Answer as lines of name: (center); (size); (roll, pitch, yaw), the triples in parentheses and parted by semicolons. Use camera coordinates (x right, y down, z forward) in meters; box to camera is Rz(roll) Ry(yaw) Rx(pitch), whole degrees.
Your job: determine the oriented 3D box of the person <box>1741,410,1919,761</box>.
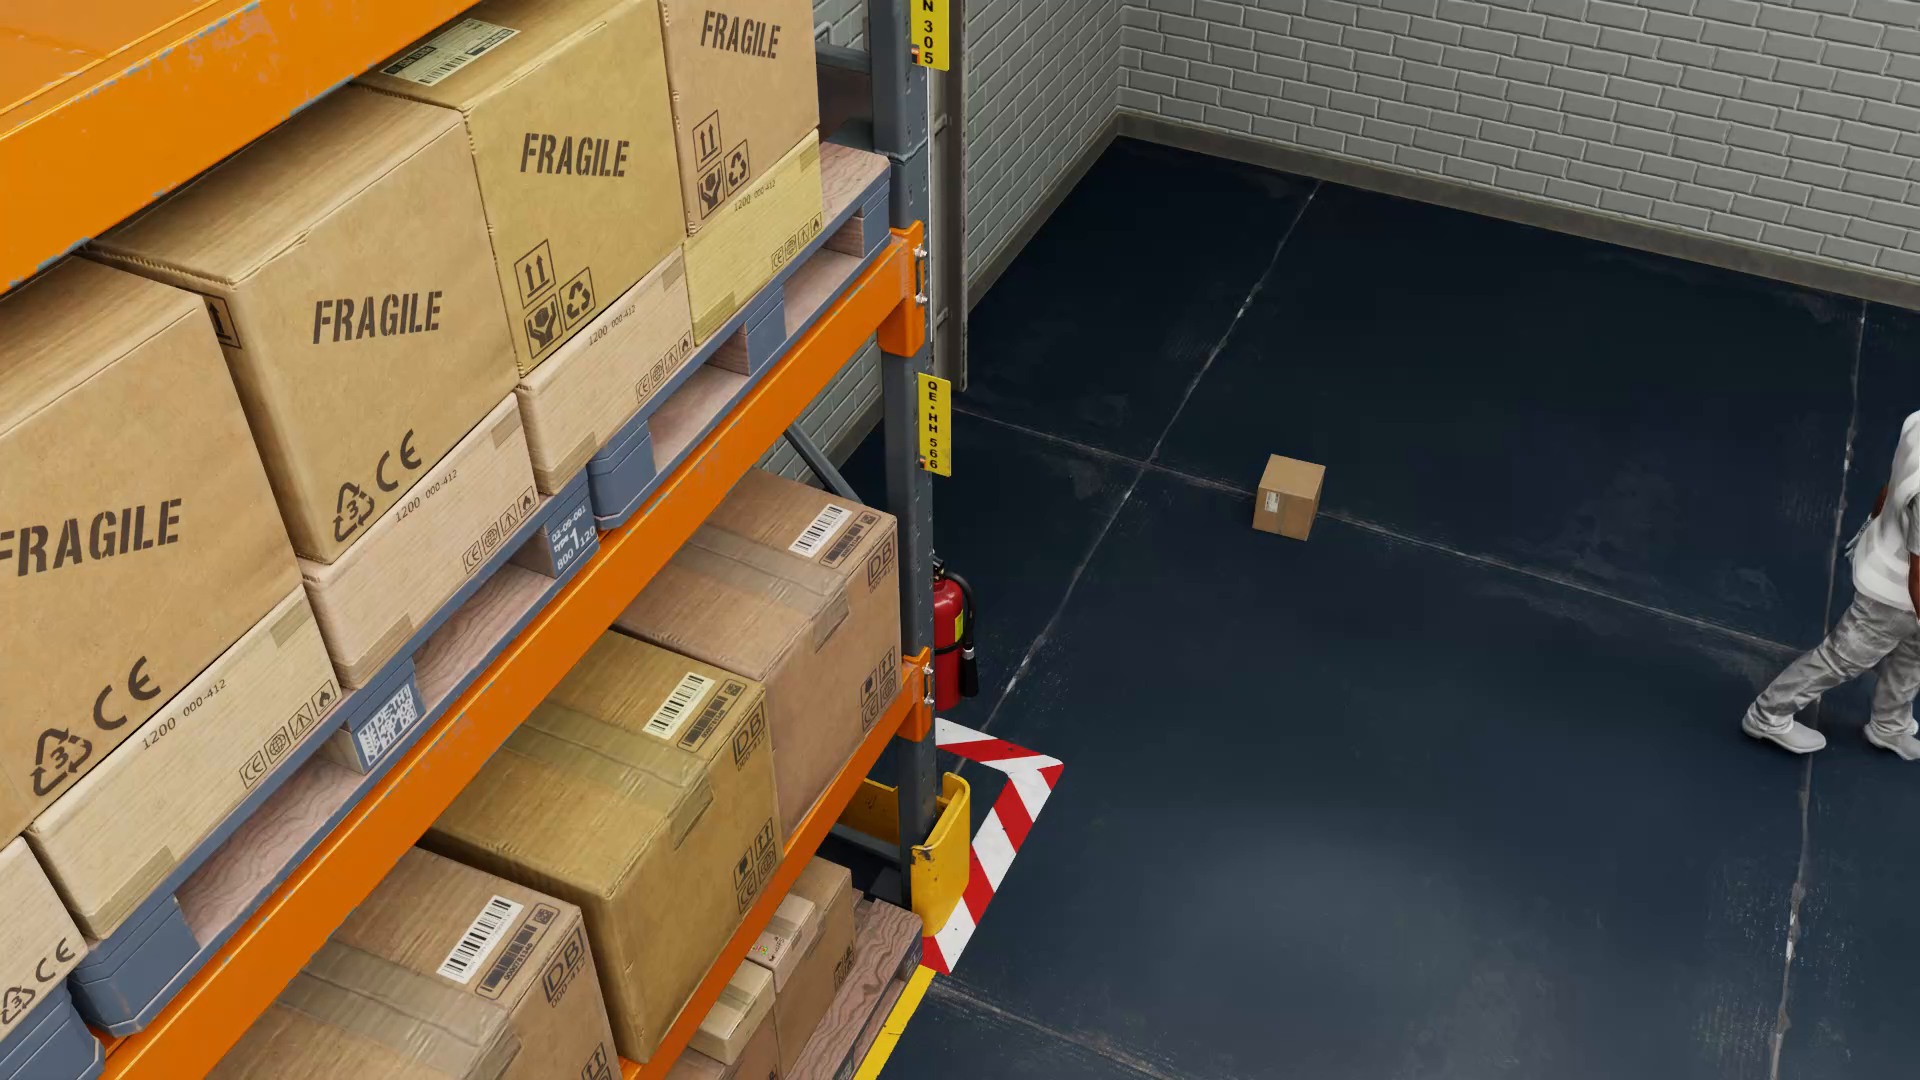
person: (3.438, 0.175, 5.962); (0.706, 1.832, 0.601); (18, 45, 20)
